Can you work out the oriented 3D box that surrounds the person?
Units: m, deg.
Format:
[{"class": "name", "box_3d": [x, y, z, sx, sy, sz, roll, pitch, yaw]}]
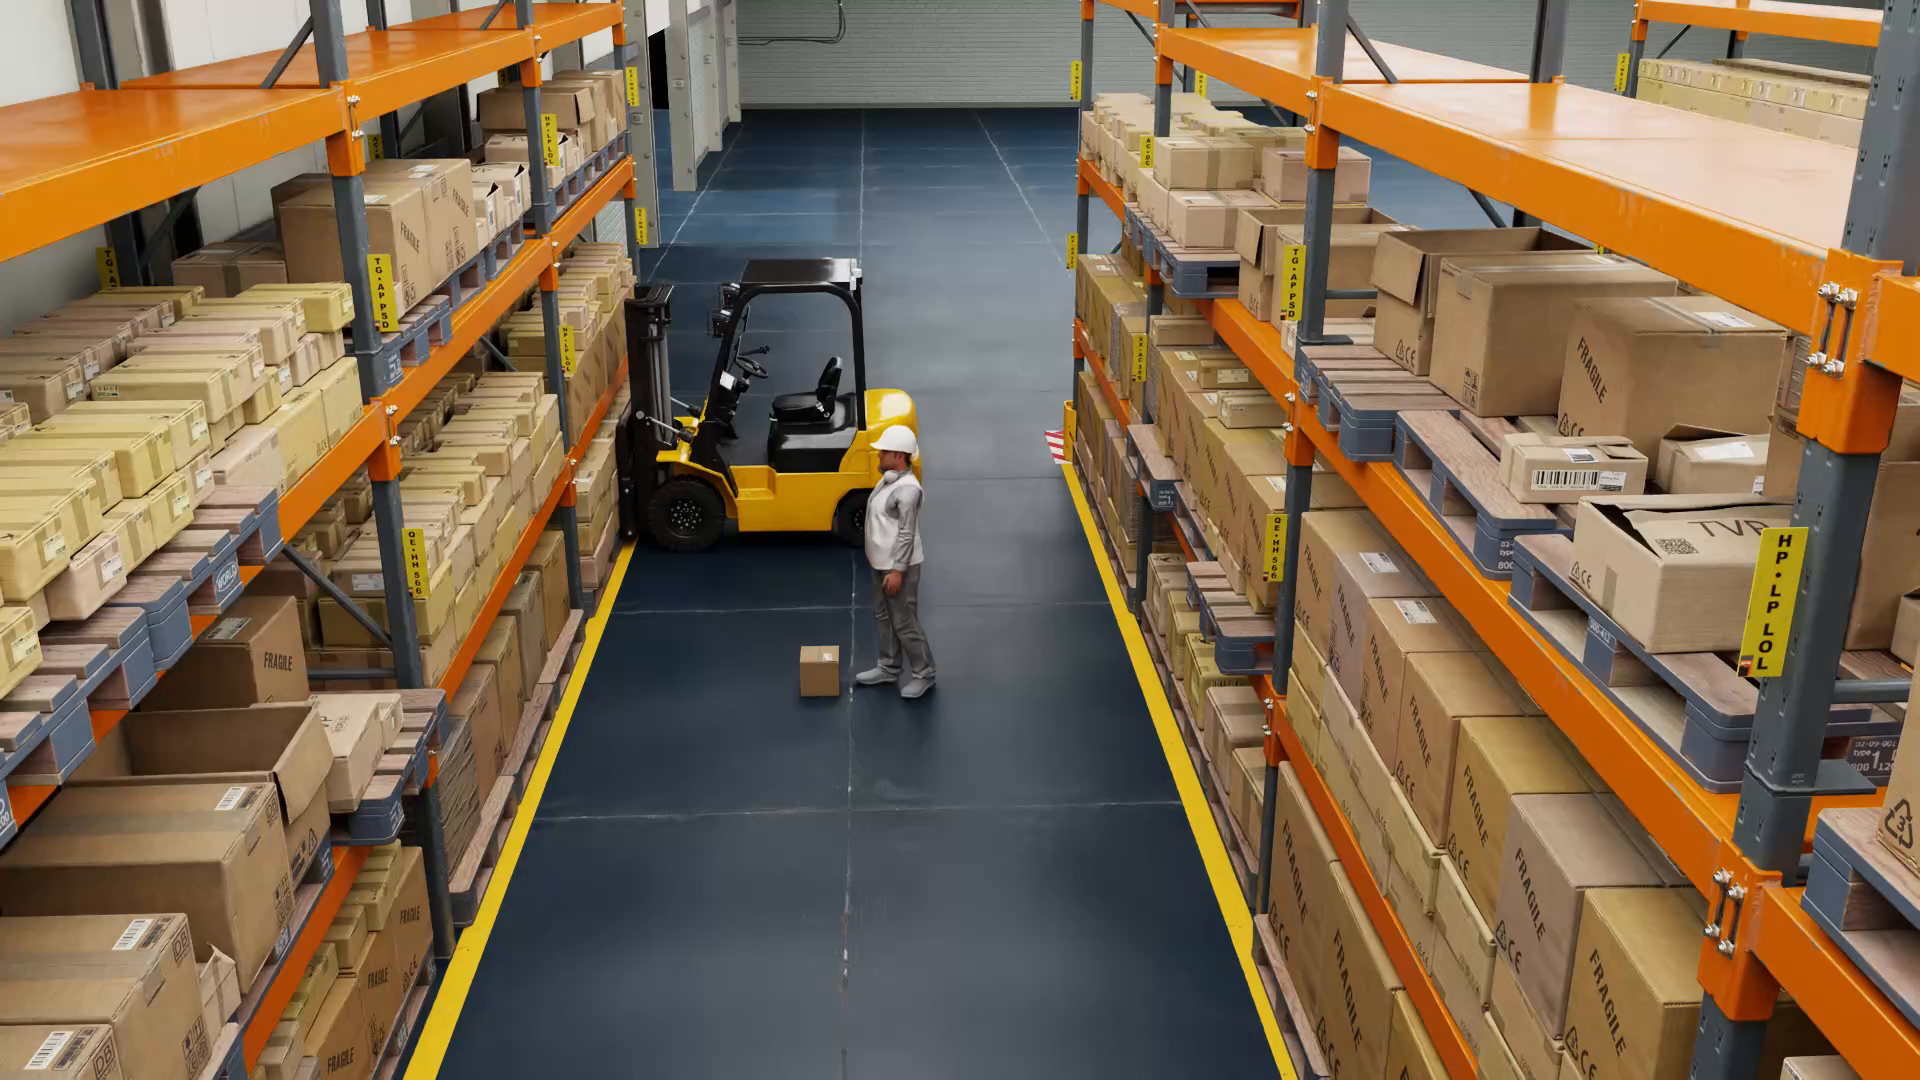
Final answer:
[{"class": "person", "box_3d": [-0.421, 0.134, 10.659, 0.505, 1.776, 0.555, -6, 21, -15]}]
